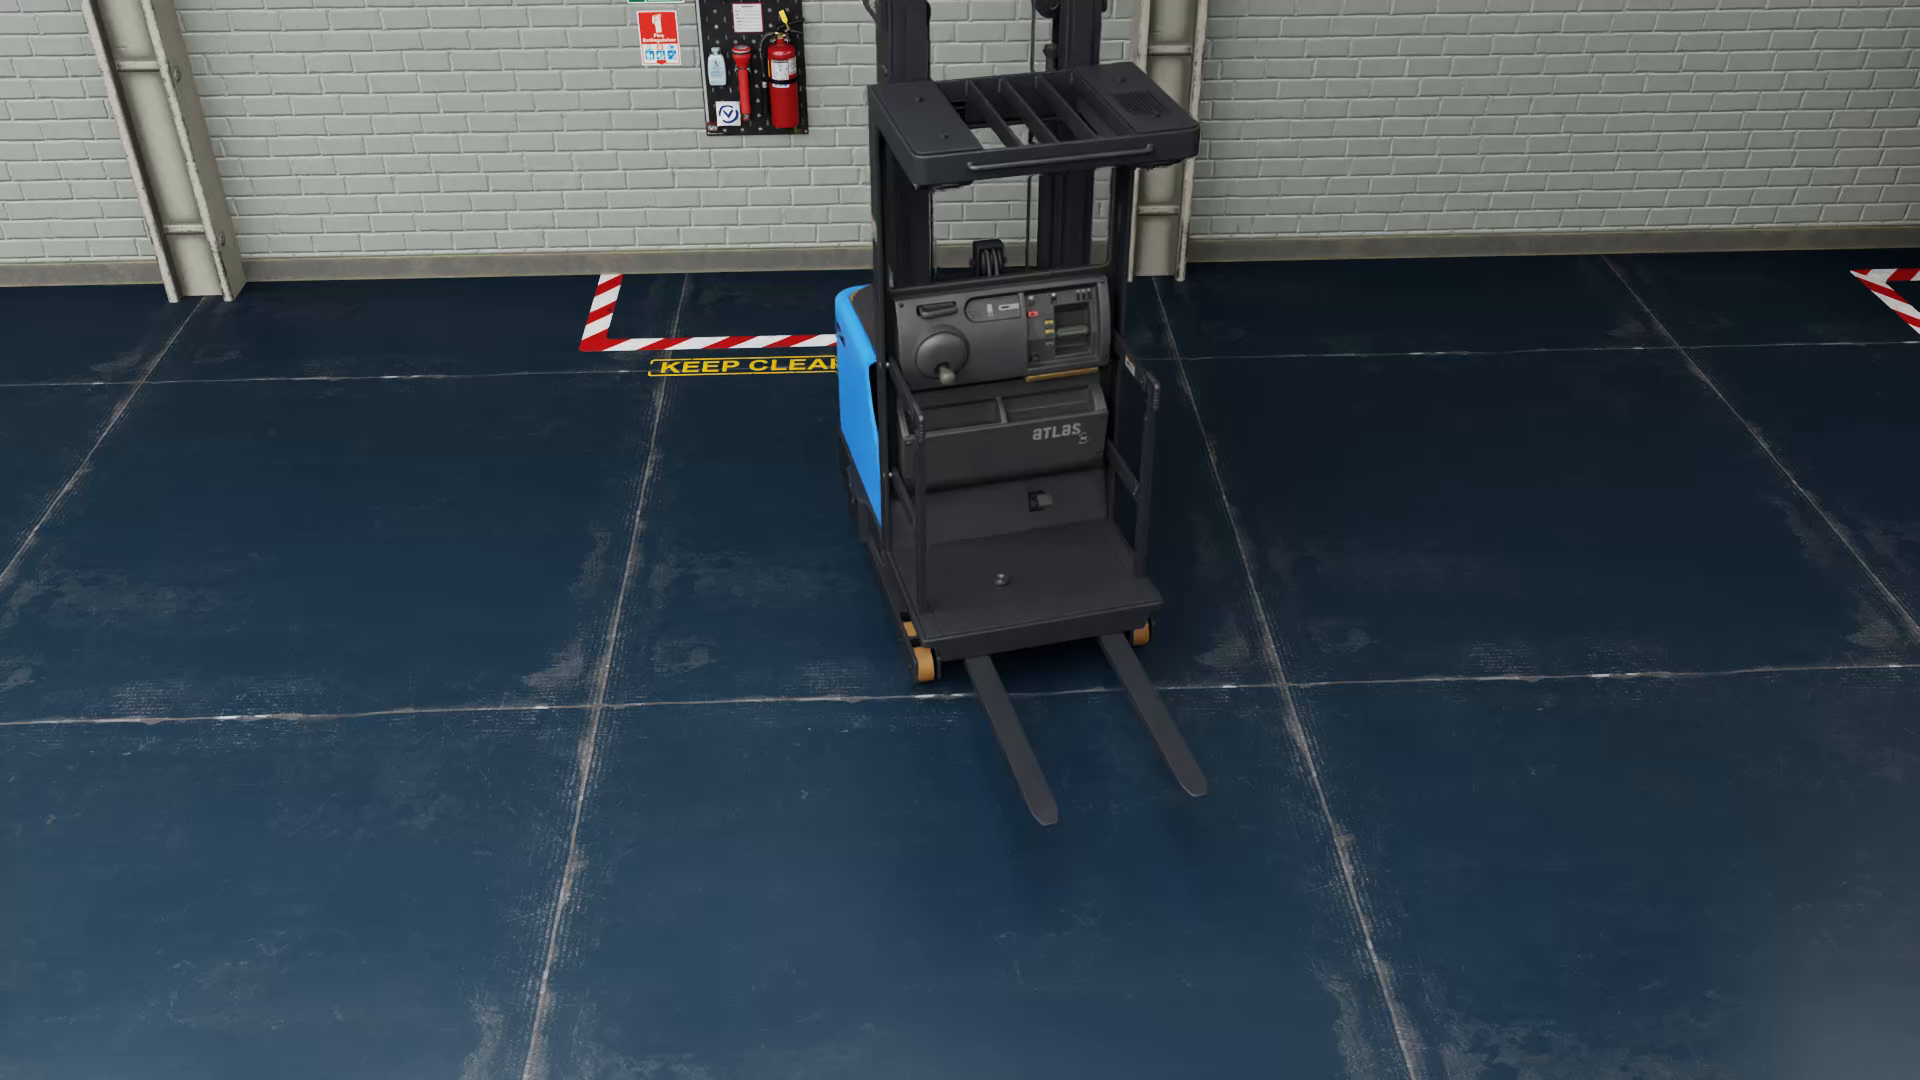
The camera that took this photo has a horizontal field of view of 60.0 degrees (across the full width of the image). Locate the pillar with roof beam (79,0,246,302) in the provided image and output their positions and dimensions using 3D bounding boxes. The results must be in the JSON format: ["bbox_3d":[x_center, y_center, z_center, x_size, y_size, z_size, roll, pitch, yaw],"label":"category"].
[{"bbox_3d":[-4.553,-2.832,4.435,0.400,9.000,9.100,-2,35,-2],"label":"pillar with roof beam"}]

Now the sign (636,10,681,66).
[{"bbox_3d":[-1.791,-2.988,9.900,0.234,0.329,0.001,-2,35,-2],"label":"sign"}]

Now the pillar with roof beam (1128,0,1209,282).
[{"bbox_3d":[1.440,-2.994,4.668,0.400,9.000,9.100,-2,35,-2],"label":"pillar with roof beam"}]

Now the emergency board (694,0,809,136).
[{"bbox_3d":[-1.234,-2.929,9.847,0.643,1.169,0.194,-2,35,-2],"label":"emergency board"}]

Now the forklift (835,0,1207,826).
[{"bbox_3d":[0.244,-0.822,6.862,1.130,2.935,3.031,-9,36,-12],"label":"forklift"}]

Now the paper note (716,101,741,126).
[{"bbox_3d":[-1.414,-2.601,10.147,0.142,0.148,0.016,-2,35,-2],"label":"paper note"}]

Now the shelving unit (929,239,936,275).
[{"bbox_3d":[-0.234,-1.040,8.687,0.189,1.200,0.258,-7,32,-10],"label":"shelving unit"}]

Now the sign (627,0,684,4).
[{"bbox_3d":[-1.786,-3.200,9.742,0.331,0.109,0.001,-2,35,-2],"label":"sign"}]

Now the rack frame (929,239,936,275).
[{"bbox_3d":[-0.144,-1.051,8.703,0.006,1.200,0.240,-7,32,-10],"label":"rack frame"}]
